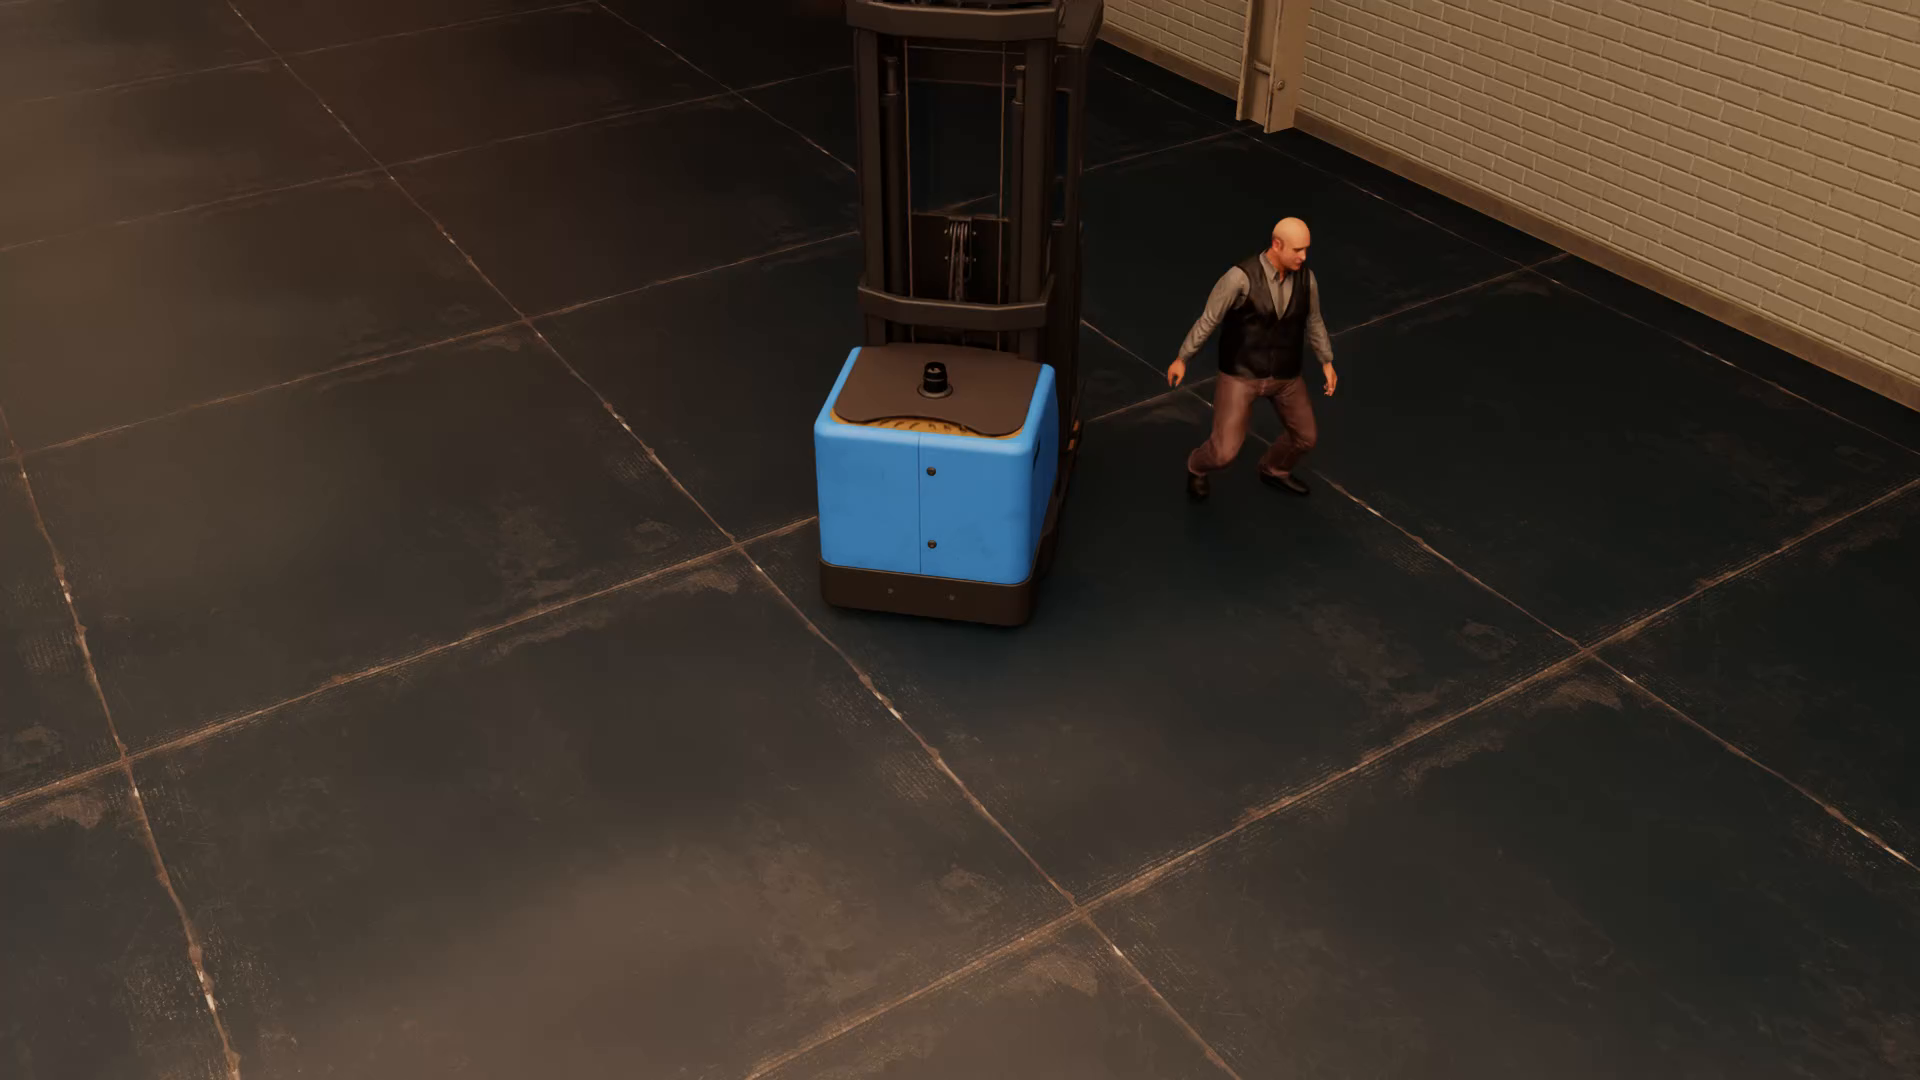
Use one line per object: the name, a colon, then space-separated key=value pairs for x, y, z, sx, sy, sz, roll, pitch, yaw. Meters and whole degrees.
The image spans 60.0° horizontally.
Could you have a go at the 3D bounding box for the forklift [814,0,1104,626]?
forklift: x=0.092 y=-1.628 z=8.464 sx=1.130 sy=2.935 sz=3.031 roll=6 pitch=36 yaw=9

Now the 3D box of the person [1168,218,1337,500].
person: x=1.516 y=-0.881 z=8.540 sx=0.882 sy=1.636 sz=0.486 roll=-7 pitch=36 yaw=-10
